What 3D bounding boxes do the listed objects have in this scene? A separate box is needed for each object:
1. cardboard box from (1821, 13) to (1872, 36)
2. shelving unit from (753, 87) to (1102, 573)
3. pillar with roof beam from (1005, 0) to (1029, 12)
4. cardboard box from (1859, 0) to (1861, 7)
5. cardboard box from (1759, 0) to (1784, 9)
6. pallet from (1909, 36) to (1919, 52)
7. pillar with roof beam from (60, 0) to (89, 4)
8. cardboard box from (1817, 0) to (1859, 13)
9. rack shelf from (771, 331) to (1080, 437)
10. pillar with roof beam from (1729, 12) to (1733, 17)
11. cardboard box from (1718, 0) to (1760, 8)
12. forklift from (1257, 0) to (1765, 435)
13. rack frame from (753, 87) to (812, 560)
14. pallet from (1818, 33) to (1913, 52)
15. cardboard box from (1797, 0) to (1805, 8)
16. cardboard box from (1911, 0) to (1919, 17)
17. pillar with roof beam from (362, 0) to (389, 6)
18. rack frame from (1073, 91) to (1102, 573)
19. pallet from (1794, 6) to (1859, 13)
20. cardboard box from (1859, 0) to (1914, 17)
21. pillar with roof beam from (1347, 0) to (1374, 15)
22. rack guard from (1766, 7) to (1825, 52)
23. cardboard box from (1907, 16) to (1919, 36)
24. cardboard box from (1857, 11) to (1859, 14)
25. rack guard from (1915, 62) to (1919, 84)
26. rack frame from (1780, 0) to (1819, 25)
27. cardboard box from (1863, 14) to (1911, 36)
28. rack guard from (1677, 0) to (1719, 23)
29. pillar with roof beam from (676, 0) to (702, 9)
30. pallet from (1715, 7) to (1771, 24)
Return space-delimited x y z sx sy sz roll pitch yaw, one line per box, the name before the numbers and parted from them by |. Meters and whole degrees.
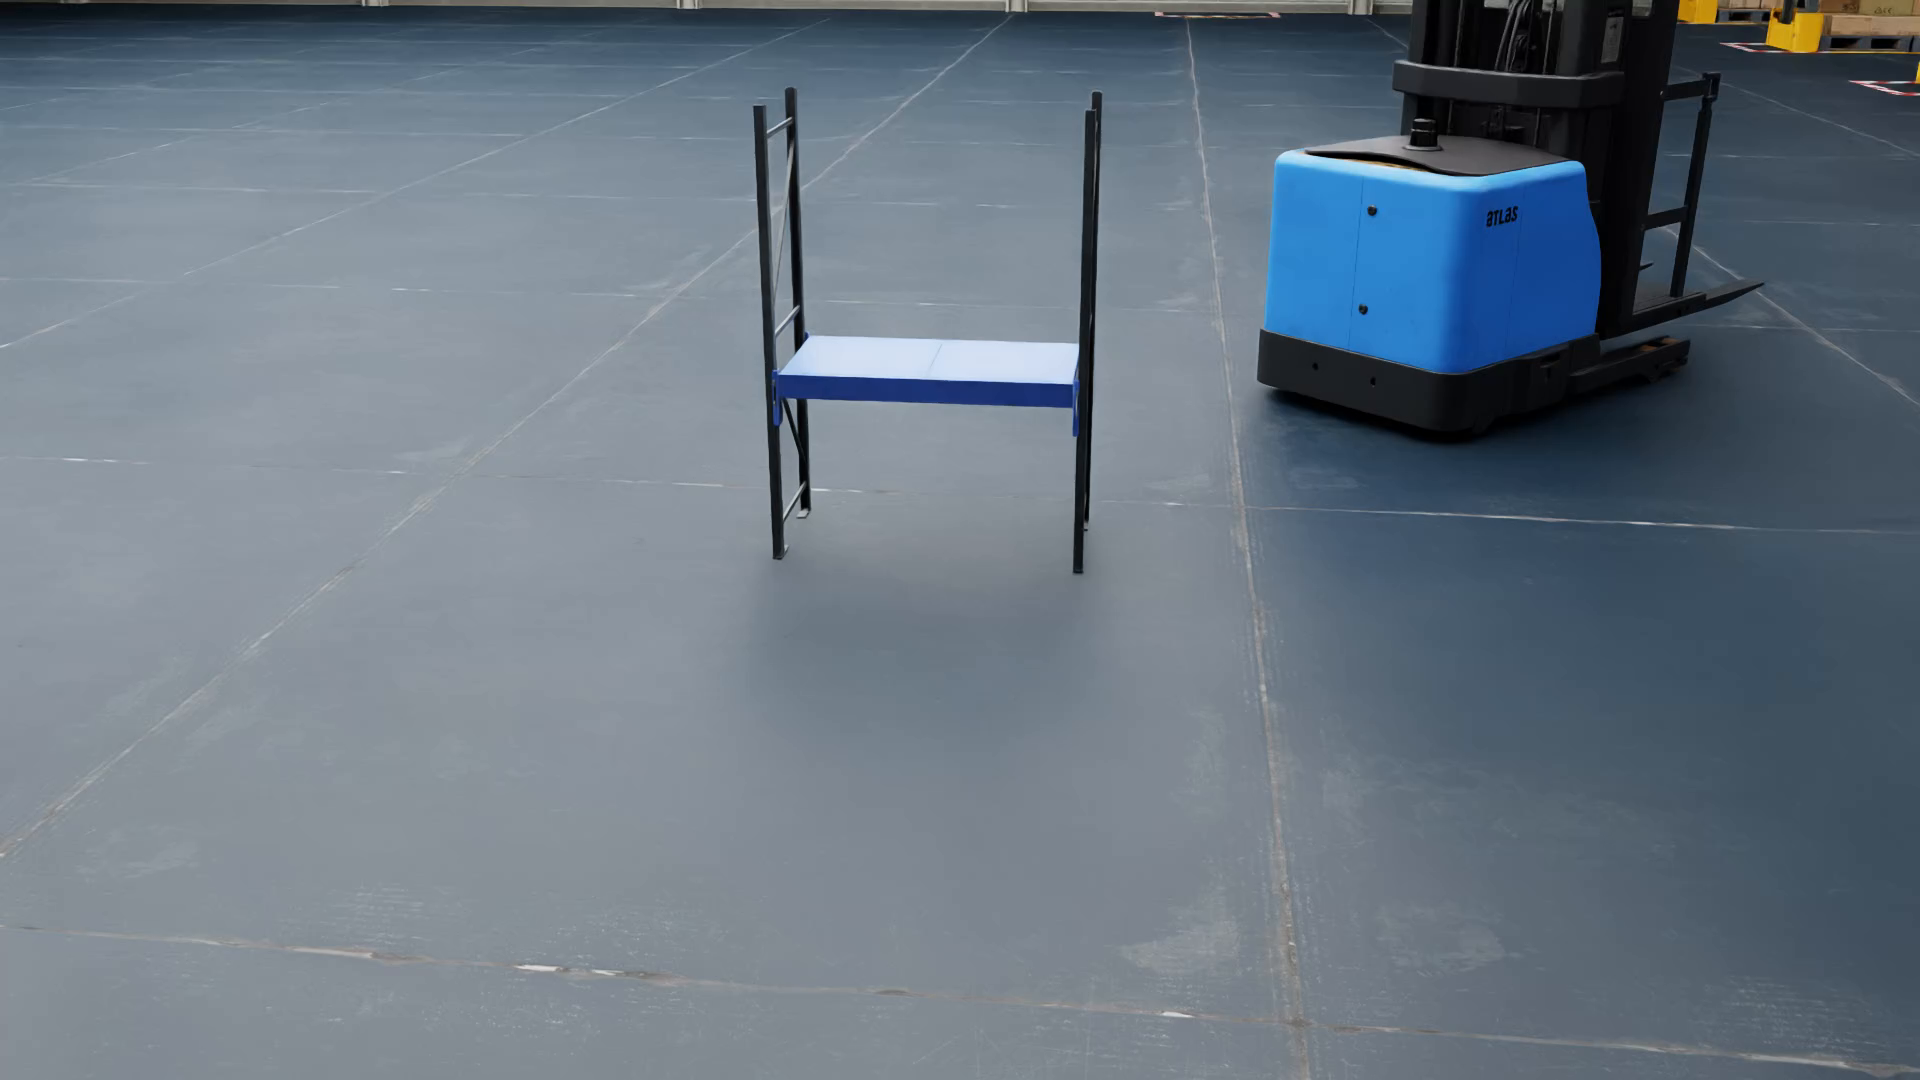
cardboard box | 12.071 -7.041 22.703 0.500 0.250 0.500 2 22 6
shelving unit | -0.085 -0.701 5.538 1.048 1.500 0.538 2 22 6
pillar with roof beam | 0.517 -12.061 24.071 0.400 9.000 9.100 2 22 6
cardboard box | 15.080 -8.937 27.131 0.500 0.500 0.500 1 22 2
cardboard box | 13.386 -8.904 27.306 0.500 0.311 0.500 4 22 11
pallet | 13.537 -6.861 22.870 1.213 0.211 1.003 2 22 6
pillar with roof beam | -17.358 -12.839 26.041 0.400 9.000 9.100 2 22 6
cardboard box | 12.132 -7.580 23.045 0.500 0.500 0.500 2 22 6
rack shelf | -0.085 -0.534 5.604 1.000 0.185 0.538 2 22 6
pillar with roof beam | 12.434 -11.541 22.757 0.400 9.000 9.100 2 22 6
cardboard box | 12.820 -8.929 27.368 0.500 0.311 0.500 0 22 0
forklift | 2.776 -2.223 7.442 3.031 2.935 1.130 -17 27 -37
rack frame | -0.590 -0.723 5.593 0.032 1.500 0.500 2 22 6
pallet | 12.329 -6.914 23.006 1.213 0.211 1.003 2 22 6
cardboard box | 14.109 -8.942 27.145 0.500 0.500 0.700 1 22 3
cardboard box | 13.066 -7.352 22.469 0.500 0.500 0.500 2 22 6
pillar with roof beam | -11.399 -12.580 25.384 0.400 9.000 9.100 2 22 6
rack frame | 0.420 -0.679 5.482 0.032 1.500 0.500 2 22 6
pallet | 14.230 -8.636 27.361 1.213 0.211 1.003 2 22 6
cardboard box | 12.567 -7.369 22.512 0.500 0.500 0.500 2 22 6
pillar with roof beam | 6.476 -11.801 23.414 0.400 9.000 9.100 2 22 6
rack guard | 11.541 -7.068 23.001 0.348 0.500 1.175 2 22 6
cardboard box | 13.064 -6.999 22.596 0.500 0.250 0.500 2 22 6
cardboard box | 12.630 -7.213 23.138 0.500 0.250 0.500 2 22 6
rack guard | 11.059 -5.272 18.459 0.348 0.500 1.175 2 22 6
rack frame | 11.564 -8.229 22.539 0.127 3.000 1.000 2 22 6
cardboard box | 12.568 -7.021 22.652 0.500 0.250 0.500 2 22 6
rack guard | 12.219 -8.872 27.565 0.348 0.500 1.175 2 22 6
pillar with roof beam | -5.441 -12.320 24.727 0.400 9.000 9.100 2 22 6
pallet | 13.022 -8.690 27.497 1.213 0.211 1.003 2 22 6
